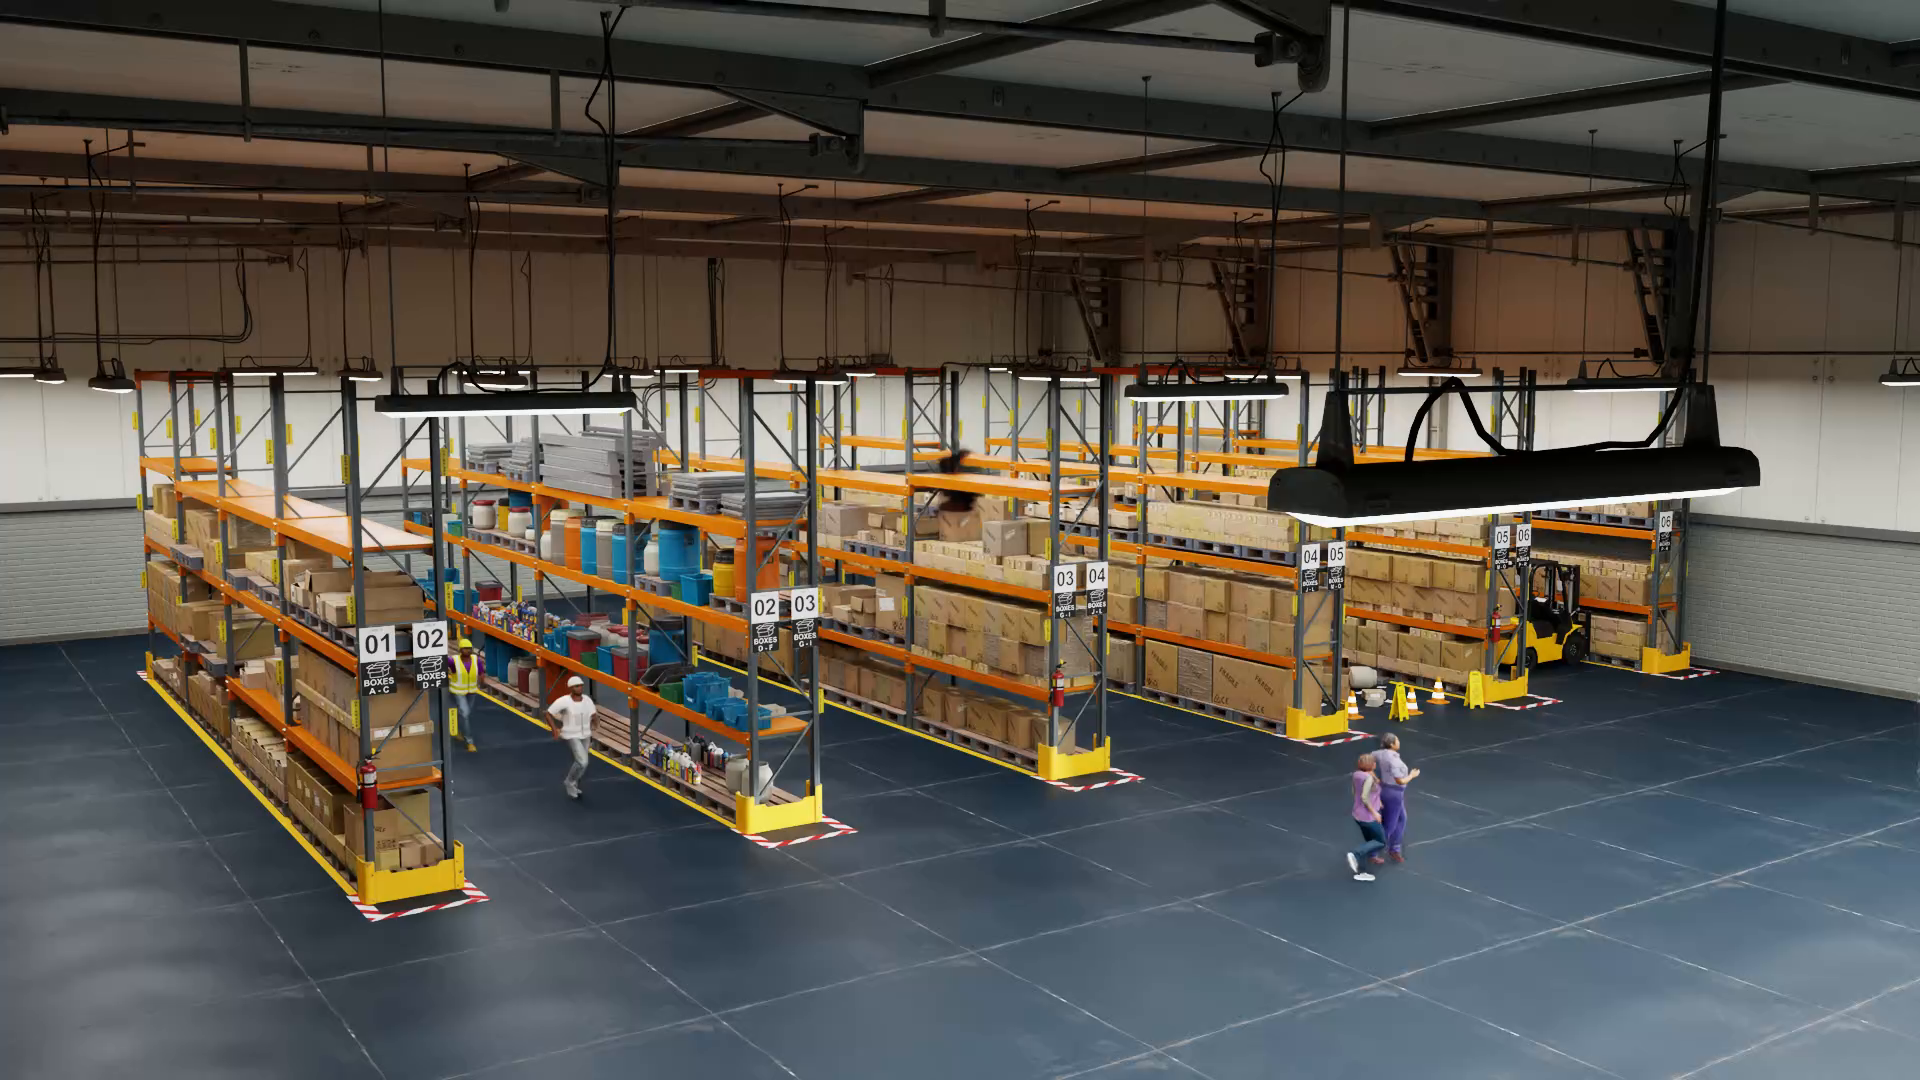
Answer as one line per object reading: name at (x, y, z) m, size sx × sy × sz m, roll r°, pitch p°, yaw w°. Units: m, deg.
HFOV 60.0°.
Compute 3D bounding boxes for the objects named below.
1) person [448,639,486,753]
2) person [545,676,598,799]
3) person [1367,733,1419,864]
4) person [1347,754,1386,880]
person at (-7.938, 2.449, 26.628) m, size 0.643 × 1.775 × 0.970 m, roll -6°, pitch 9°, yaw -43°
person at (-5.417, 2.798, 23.570) m, size 0.678 × 1.743 × 0.679 m, roll 5°, pitch 8°, yaw 39°
person at (5.293, 3.210, 20.496) m, size 0.708 × 1.700 × 0.585 m, roll -1°, pitch 6°, yaw -7°
person at (4.868, 3.323, 19.924) m, size 0.539 × 1.556 × 0.540 m, roll -1°, pitch 7°, yaw -12°
